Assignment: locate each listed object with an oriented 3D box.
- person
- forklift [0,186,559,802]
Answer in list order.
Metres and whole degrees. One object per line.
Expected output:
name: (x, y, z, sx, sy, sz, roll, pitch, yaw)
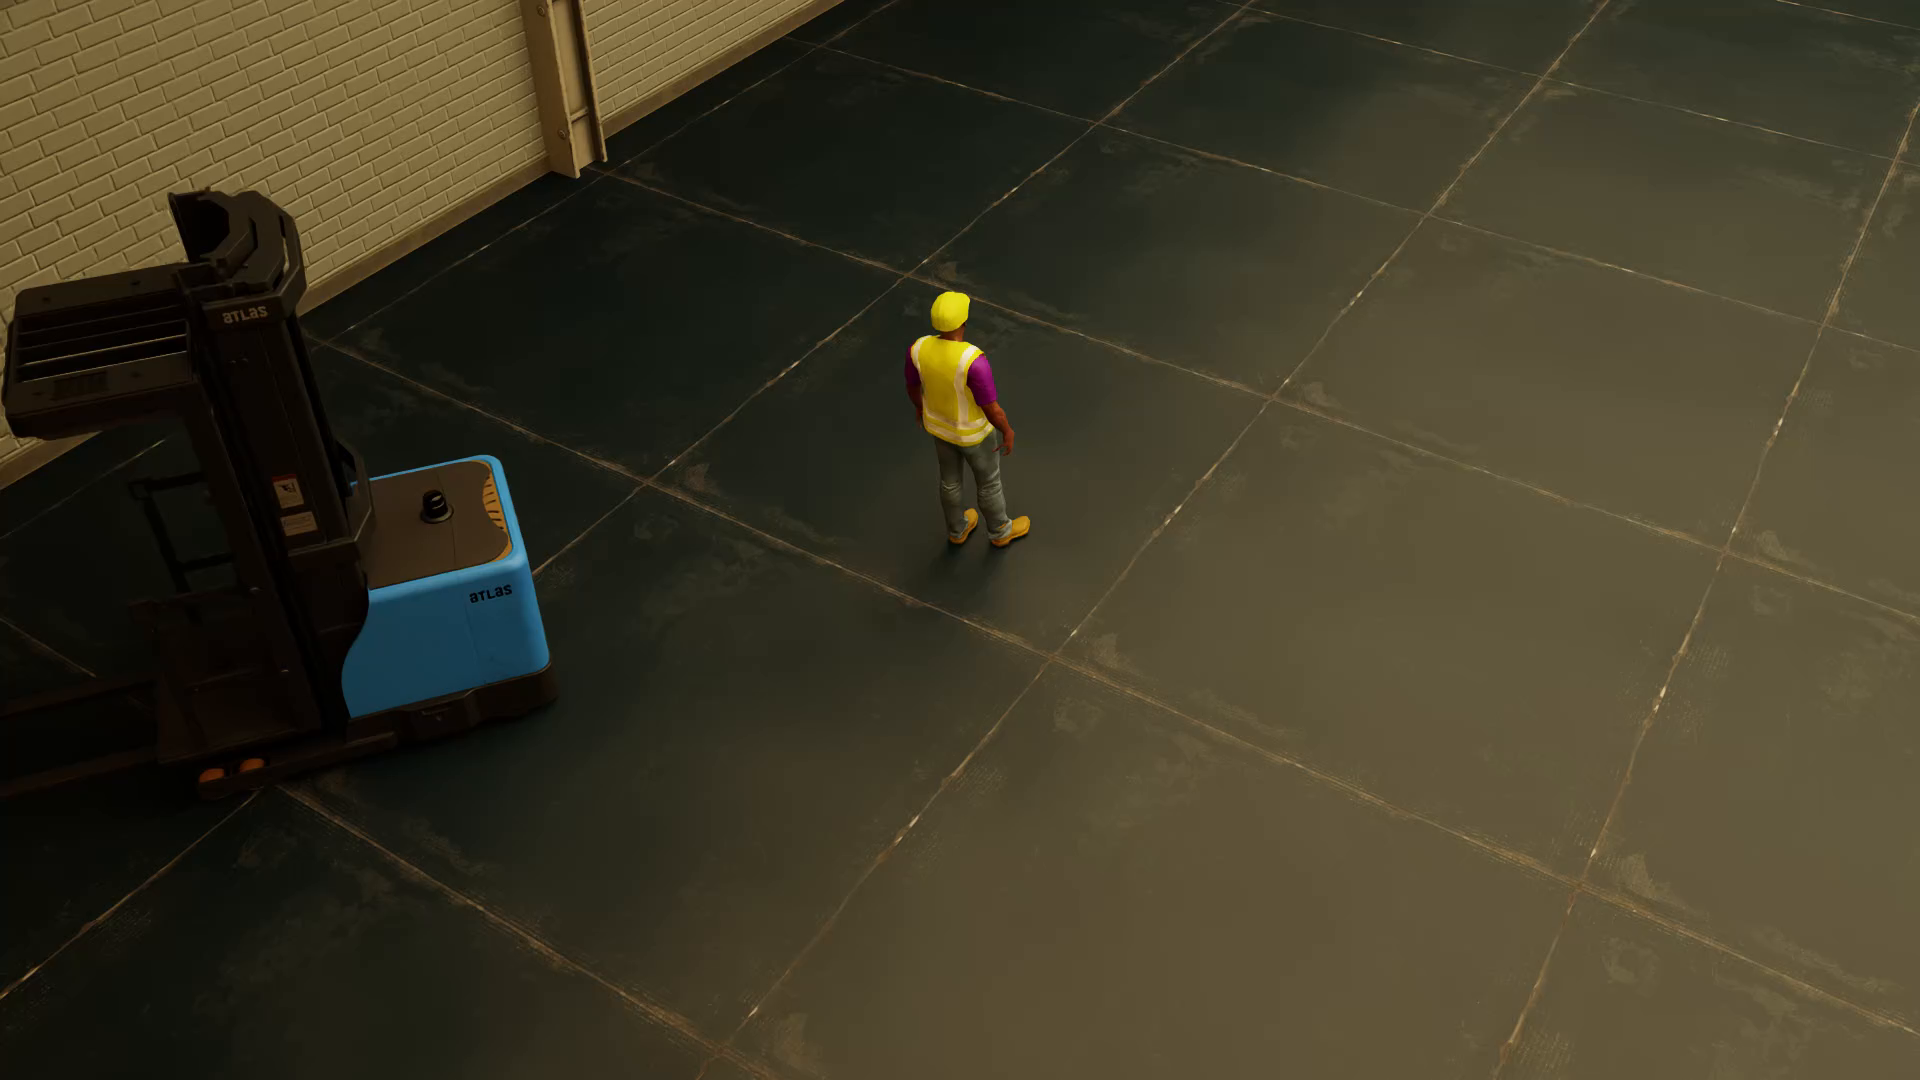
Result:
person: (0.042, -0.715, 9.701, 0.666, 1.765, 0.577, 22, 45, 24)
forklift: (-3.776, -0.157, 8.152, 3.031, 2.935, 1.130, -14, 42, -16)
